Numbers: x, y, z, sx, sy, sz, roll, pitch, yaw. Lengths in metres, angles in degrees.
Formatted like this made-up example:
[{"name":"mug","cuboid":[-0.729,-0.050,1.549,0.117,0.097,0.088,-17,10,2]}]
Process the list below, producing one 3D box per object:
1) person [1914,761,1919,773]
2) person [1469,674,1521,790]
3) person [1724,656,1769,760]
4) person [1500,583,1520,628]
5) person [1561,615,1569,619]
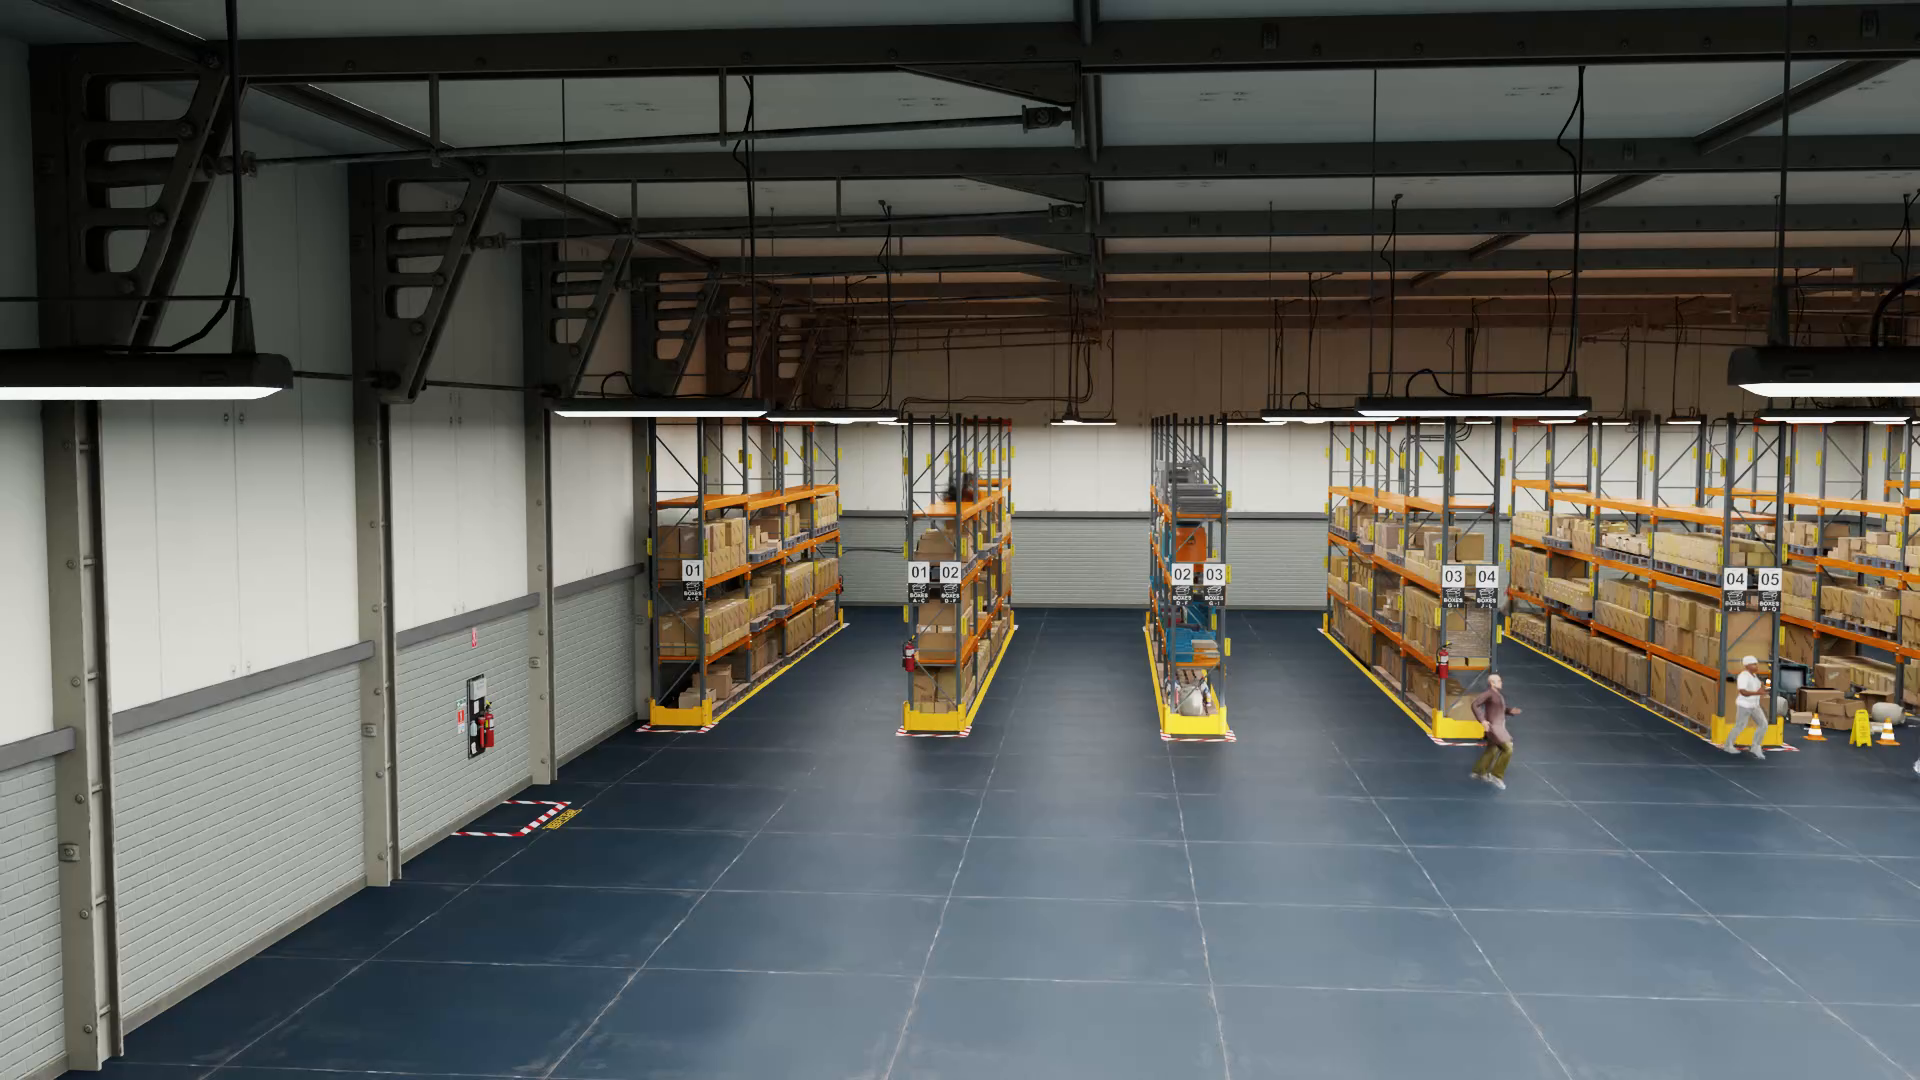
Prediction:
[{"name":"person","cuboid":[15.766,3.122,26.610,0.534,1.612,0.863,-4,5,-43]},{"name":"person","cuboid":[8.528,3.058,26.513,0.811,1.834,0.671,2,5,33]},{"name":"person","cuboid":[13.660,2.900,28.803,0.671,1.801,0.762,-3,5,-36]},{"name":"person","cuboid":[15.768,1.708,47.440,0.659,1.748,0.719,2,4,30]},{"name":"person","cuboid":[17.427,1.760,47.309,0.976,1.627,0.731,1,4,11]}]
